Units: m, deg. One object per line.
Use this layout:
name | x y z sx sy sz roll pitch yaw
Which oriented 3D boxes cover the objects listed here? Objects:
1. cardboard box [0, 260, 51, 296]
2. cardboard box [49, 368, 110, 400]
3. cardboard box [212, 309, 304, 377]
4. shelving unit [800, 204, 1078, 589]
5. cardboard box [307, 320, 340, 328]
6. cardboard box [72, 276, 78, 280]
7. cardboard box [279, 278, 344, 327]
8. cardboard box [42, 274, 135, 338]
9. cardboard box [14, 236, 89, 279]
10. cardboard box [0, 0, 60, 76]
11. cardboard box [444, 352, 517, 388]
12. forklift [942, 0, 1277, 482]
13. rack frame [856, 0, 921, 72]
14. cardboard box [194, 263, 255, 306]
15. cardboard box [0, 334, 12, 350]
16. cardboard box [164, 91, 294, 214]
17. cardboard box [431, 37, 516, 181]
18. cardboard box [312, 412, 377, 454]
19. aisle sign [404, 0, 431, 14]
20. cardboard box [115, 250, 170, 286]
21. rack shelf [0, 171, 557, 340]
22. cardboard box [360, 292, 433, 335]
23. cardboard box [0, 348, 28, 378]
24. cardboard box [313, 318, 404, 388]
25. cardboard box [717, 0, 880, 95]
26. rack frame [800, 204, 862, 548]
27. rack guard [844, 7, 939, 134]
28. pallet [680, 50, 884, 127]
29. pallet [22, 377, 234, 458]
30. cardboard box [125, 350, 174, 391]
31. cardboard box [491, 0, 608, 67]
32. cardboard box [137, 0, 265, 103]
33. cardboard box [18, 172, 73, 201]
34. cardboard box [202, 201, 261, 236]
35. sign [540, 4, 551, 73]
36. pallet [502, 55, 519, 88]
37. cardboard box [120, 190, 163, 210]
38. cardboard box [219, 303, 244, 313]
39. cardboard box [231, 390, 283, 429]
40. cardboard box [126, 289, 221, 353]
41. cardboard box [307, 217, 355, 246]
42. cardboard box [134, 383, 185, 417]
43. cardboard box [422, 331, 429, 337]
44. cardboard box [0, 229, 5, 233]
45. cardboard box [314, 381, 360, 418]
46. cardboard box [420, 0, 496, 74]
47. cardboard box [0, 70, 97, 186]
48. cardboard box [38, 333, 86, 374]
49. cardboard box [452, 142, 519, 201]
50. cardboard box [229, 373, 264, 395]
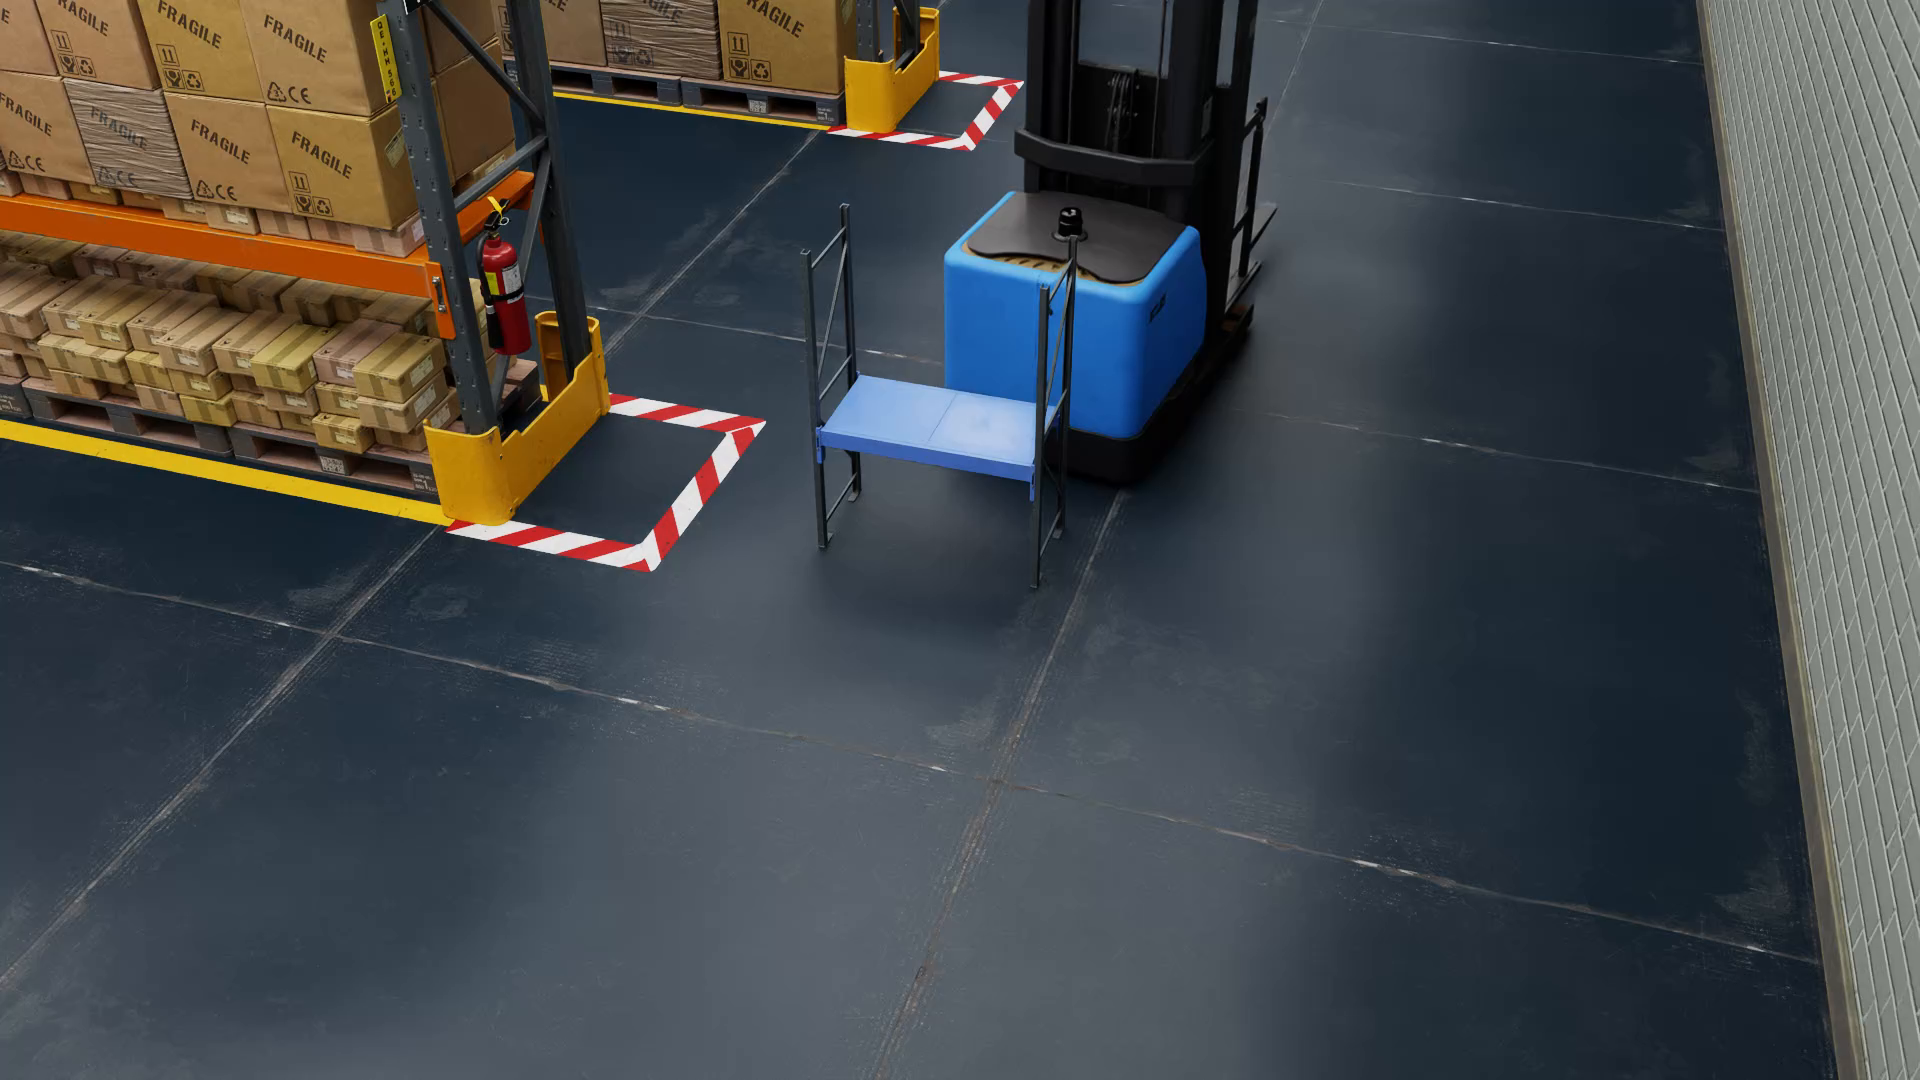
cardboard box | -4.867 -1.267 8.490 0.250 0.149 0.380 10 37 13
cardboard box | -4.389 -0.885 8.473 0.250 0.149 0.380 10 37 13
cardboard box | -3.390 -0.953 8.063 0.250 0.149 0.380 9 37 12
shelving unit | -0.081 -0.619 7.326 1.048 1.500 0.538 10 38 14
cardboard box | -3.214 -1.169 8.607 0.250 0.149 0.380 12 38 15
cardboard box | -4.763 -1.404 8.927 0.250 0.149 0.380 11 38 14
cardboard box | -3.235 -1.250 8.467 0.250 0.149 0.380 9 37 12
cardboard box | -4.364 -1.175 8.364 0.250 0.149 0.380 9 37 12
cardboard box | -4.754 -1.509 8.819 0.250 0.149 0.380 12 38 15
cardboard box | -4.073 -2.381 7.276 0.500 0.500 0.500 9 37 12
cardboard box | -2.478 -0.905 8.499 0.250 0.149 0.380 11 38 15
forklift | 0.991 -2.326 8.438 1.130 2.935 3.031 15 39 20
rack frame | -0.498 -4.399 11.196 0.127 3.000 1.000 10 38 14
cardboard box | -3.734 -1.377 8.639 0.250 0.149 0.380 11 38 15
cardboard box | -4.872 -1.147 8.577 0.250 0.149 0.380 9 37 12
cardboard box | -3.069 -1.798 7.327 0.500 0.500 0.500 10 37 13
cardboard box | -2.420 -2.006 7.609 0.500 0.500 0.500 12 38 16
cardboard box | -2.914 -0.594 8.078 0.250 0.149 0.380 12 38 15
aisle sign | -2.093 -2.474 6.388 0.004 0.787 0.394 10 38 14
cardboard box | -4.207 -1.473 8.770 0.250 0.149 0.380 9 37 12
rack shelf | -3.982 -1.674 8.101 4.000 0.370 1.077 10 38 14
cardboard box | -2.771 -1.136 8.312 0.250 0.149 0.380 11 38 15
cardboard box | -4.876 -1.014 8.648 0.250 0.149 0.380 10 37 13
cardboard box | -2.877 -0.898 7.988 0.250 0.149 0.380 11 38 15
cardboard box | -1.133 -3.780 11.793 0.875 0.875 0.875 10 38 14
rack frame | -0.567 -0.709 7.448 0.032 1.500 0.500 10 38 14
rack guard | -0.475 -3.388 11.931 0.348 0.500 1.175 10 38 14
pallet | -1.285 -3.372 12.154 1.213 0.211 1.003 10 38 14
pallet | -4.072 -0.881 8.769 1.213 0.211 1.003 10 38 14
cardboard box | -3.896 -0.913 8.260 0.250 0.149 0.380 12 38 16
cardboard box | -2.851 -4.098 12.225 0.875 0.875 0.875 10 38 14
cardboard box | -3.068 -2.202 7.033 0.500 0.500 0.500 9 37 12
cardboard box | -4.177 -1.754 7.815 0.250 0.149 0.380 12 38 16
cardboard box | -3.189 -1.539 7.523 0.250 0.149 0.380 11 38 15
sign | -1.912 -2.266 7.568 0.005 0.325 0.100 10 38 14
pallet | -3.614 -3.804 12.740 1.213 0.211 1.003 10 38 14
cardboard box | -3.672 -1.684 7.720 0.250 0.149 0.380 9 37 12
cardboard box | -3.767 -1.187 8.632 0.250 0.149 0.380 12 38 16
cardboard box | -3.380 -0.726 8.256 0.250 0.149 0.380 11 38 14
cardboard box | -3.882 -1.079 8.234 0.250 0.149 0.380 9 37 12
cardboard box | -2.695 -1.472 7.431 0.250 0.149 0.380 10 38 14
cardboard box | -3.897 -0.795 8.351 0.250 0.149 0.380 11 38 15
cardboard box | -2.742 -1.069 8.472 0.250 0.149 0.380 10 38 14
cardboard box | -5.219 -1.639 8.996 0.250 0.149 0.380 11 38 14
cardboard box | -2.896 -0.759 8.051 0.250 0.149 0.380 10 37 13
cardboard box | -2.423 -2.402 7.305 0.500 0.500 0.500 10 38 14
cardboard box | -4.029 -1.976 7.569 0.500 0.500 0.500 12 38 16
cardboard box | -4.395 -1.004 8.384 0.250 0.149 0.380 10 38 14
cardboard box | -2.285 -1.752 7.811 0.250 0.149 0.380 10 38 14
cardboard box | -3.385 -0.879 8.214 0.250 0.149 0.380 10 38 13
